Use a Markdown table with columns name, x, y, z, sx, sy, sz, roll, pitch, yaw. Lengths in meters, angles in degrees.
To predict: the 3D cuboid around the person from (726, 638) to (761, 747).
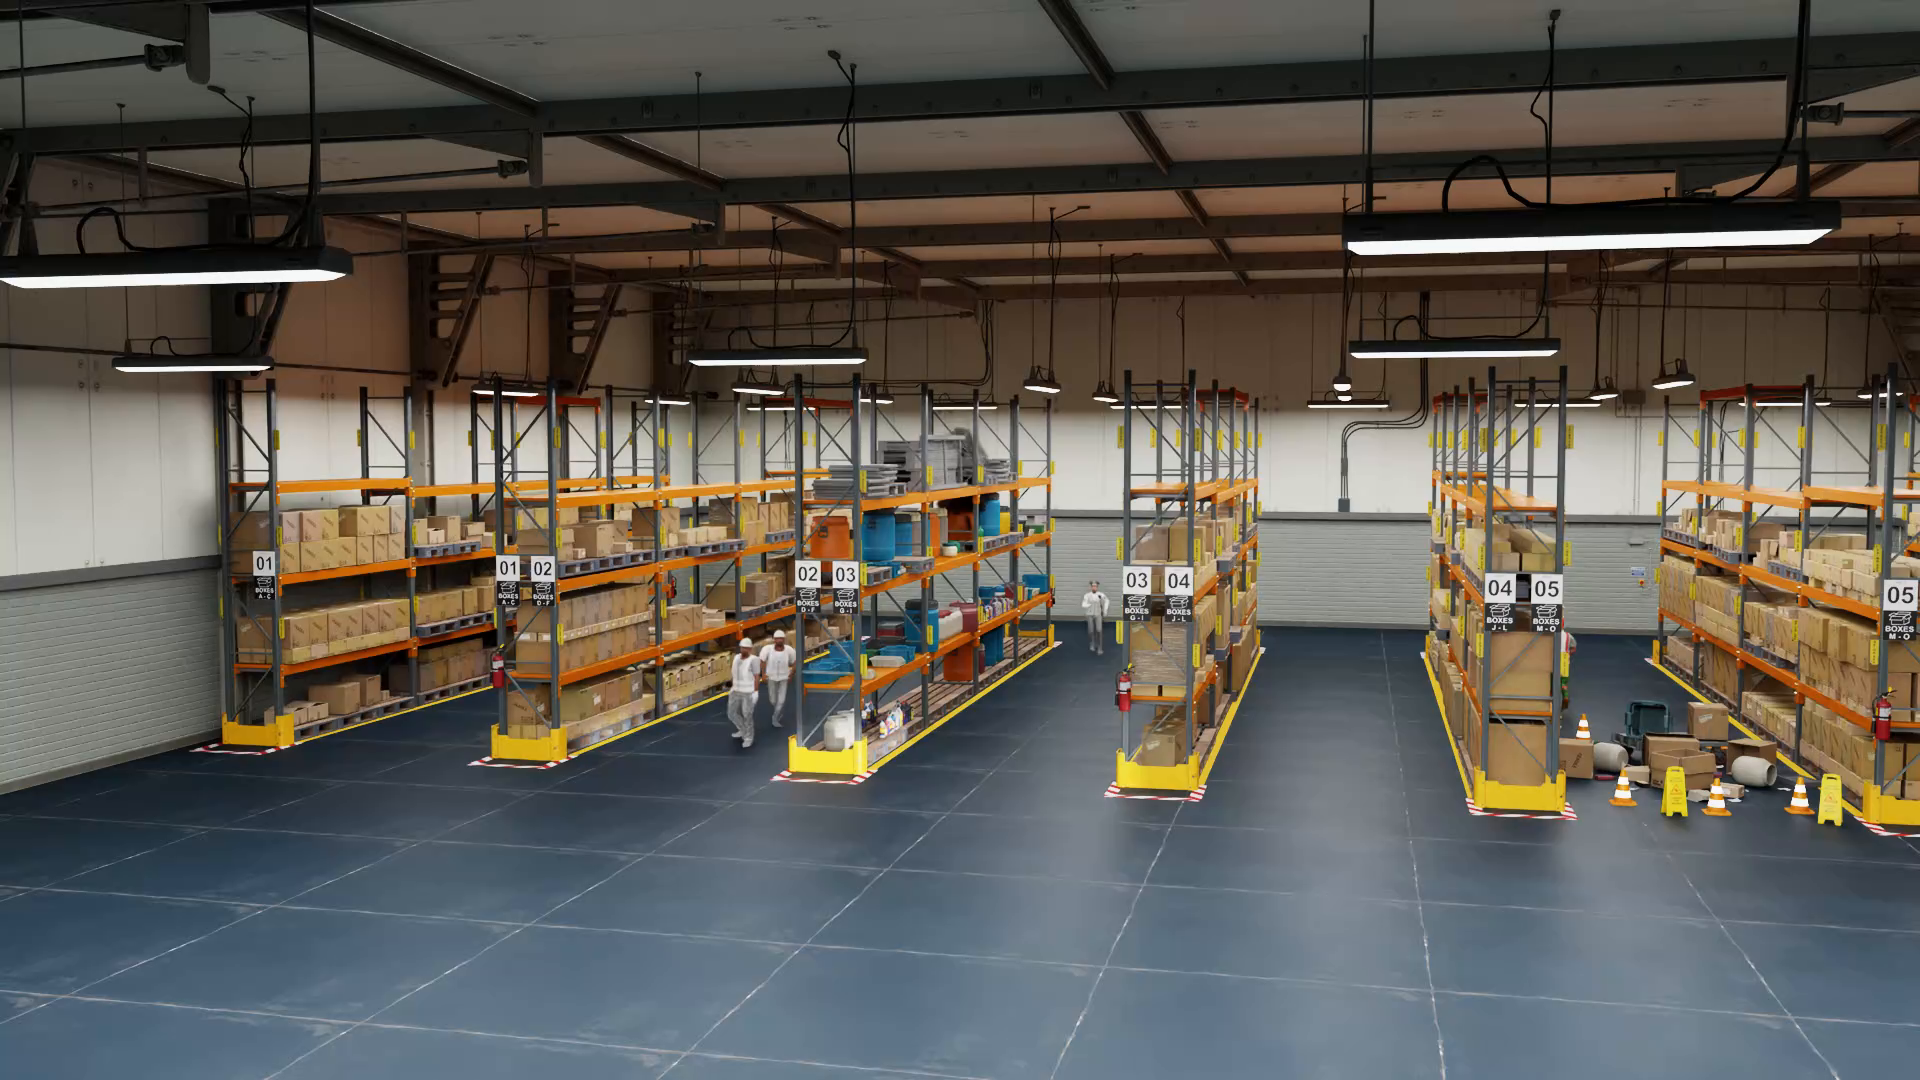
| name | x | y | z | sx | sy | sz | roll | pitch | yaw |
| --- | --- | --- | --- | --- | --- | --- | --- | --- | --- |
| person | -3.528 | 2.485 | 27.216 | 0.658 | 1.796 | 0.460 | 2 | 4 | 31 |

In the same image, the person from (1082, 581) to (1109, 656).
| name | x | y | z | sx | sy | sz | roll | pitch | yaw |
| --- | --- | --- | --- | --- | --- | --- | --- | --- | --- |
| person | 3.172 | 1.812 | 39.011 | 0.612 | 1.739 | 0.762 | 0 | 3 | 7 |

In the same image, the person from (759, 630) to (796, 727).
| name | x | y | z | sx | sy | sz | roll | pitch | yaw |
| --- | --- | --- | --- | --- | --- | --- | --- | --- | --- |
| person | -3.187 | 2.411 | 29.097 | 0.700 | 1.702 | 0.590 | 0 | 3 | -7 |

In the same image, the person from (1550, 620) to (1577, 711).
| name | x | y | z | sx | sy | sz | roll | pitch | yaw |
| --- | --- | --- | --- | --- | --- | --- | --- | --- | --- |
| person | 11.058 | 2.307 | 30.665 | 0.651 | 1.737 | 0.791 | 0 | 3 | 8 |
